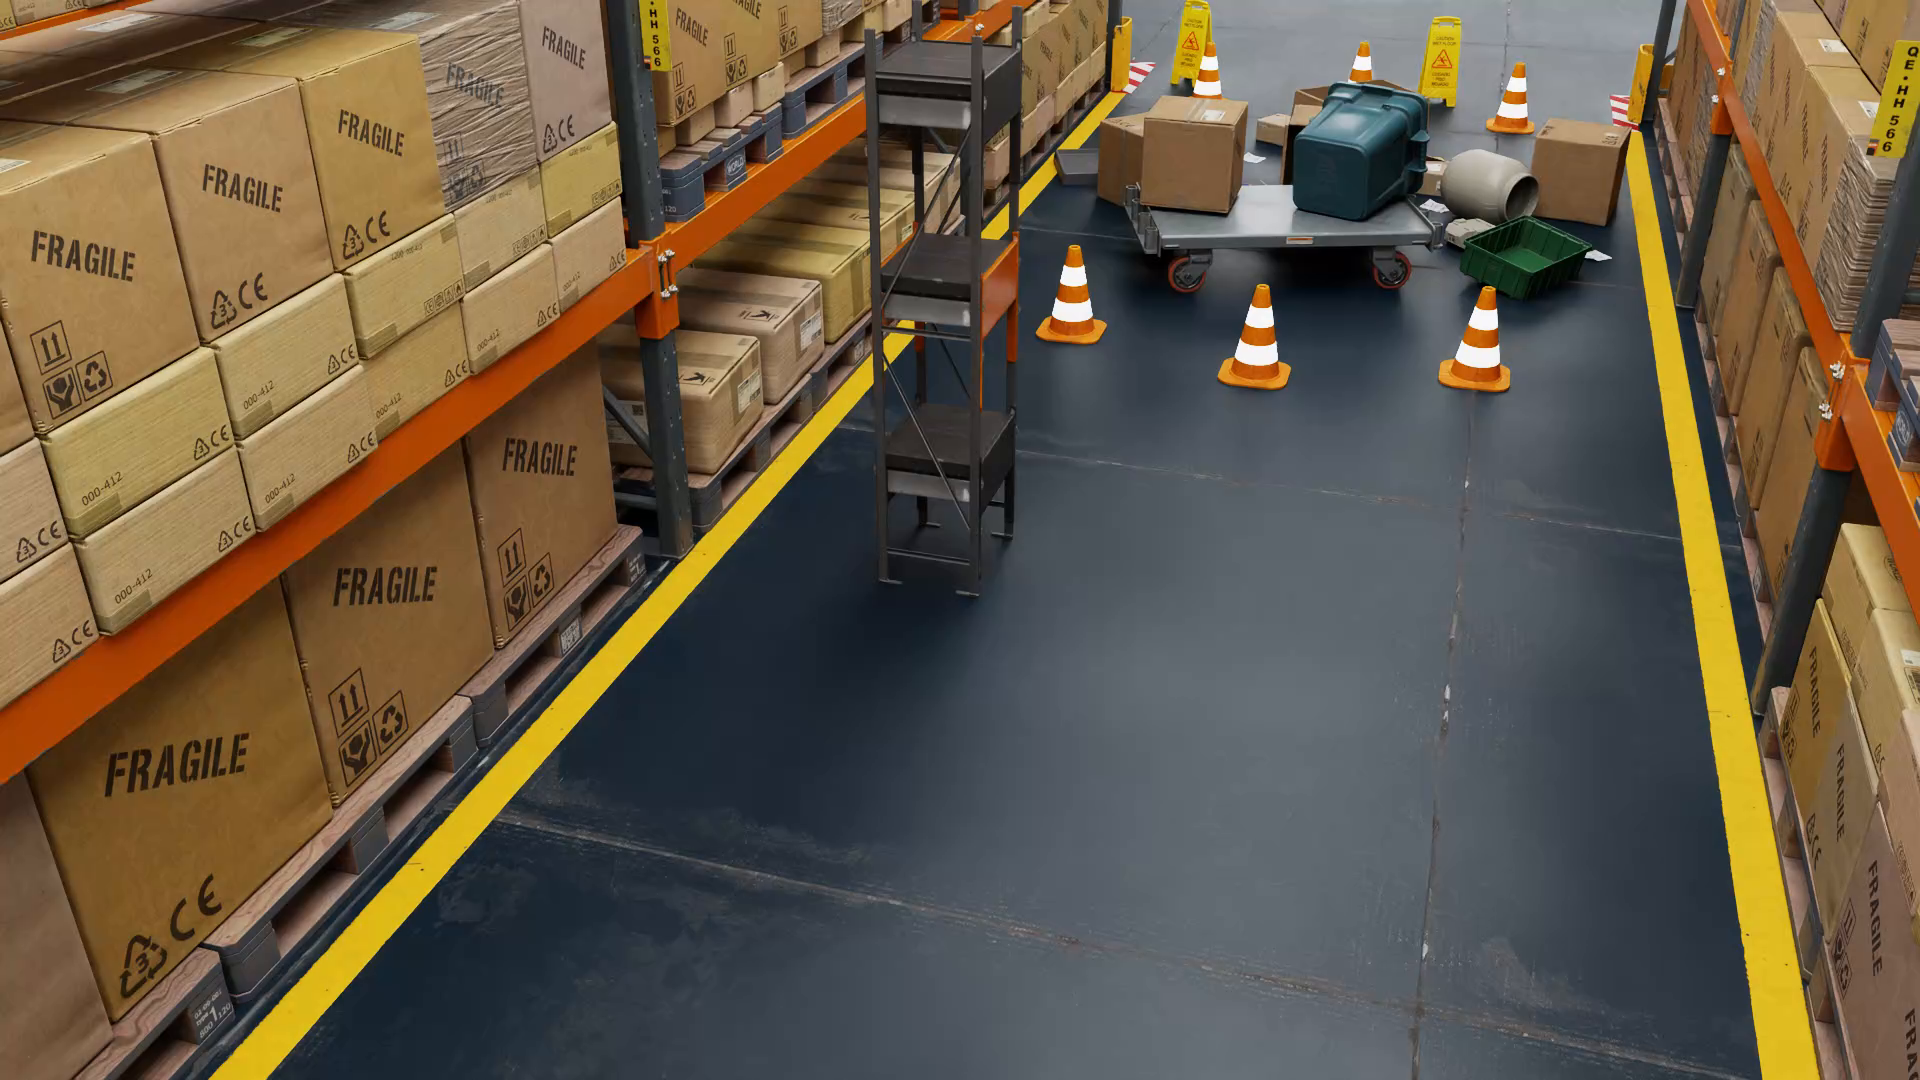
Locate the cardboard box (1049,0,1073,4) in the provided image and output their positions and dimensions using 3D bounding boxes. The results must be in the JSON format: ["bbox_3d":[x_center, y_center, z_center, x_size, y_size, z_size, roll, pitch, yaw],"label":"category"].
[{"bbox_3d":[0.599,-3.806,11.463,0.380,0.149,0.250,10,31,17],"label":"cardboard box"}]

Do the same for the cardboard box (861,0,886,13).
[{"bbox_3d":[-0.608,-2.822,7.897,0.500,0.500,0.500,10,30,17],"label":"cardboard box"}]

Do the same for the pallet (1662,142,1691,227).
[{"bbox_3d":[5.026,-2.215,10.515,1.003,0.211,1.213,8,30,15],"label":"pallet"}]

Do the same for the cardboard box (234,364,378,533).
[{"bbox_3d":[-1.885,-0.273,4.310,0.500,0.250,0.500,8,30,14],"label":"cardboard box"}]

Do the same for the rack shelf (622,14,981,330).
[{"bbox_3d":[-0.977,-1.938,7.888,1.077,0.370,4.000,8,30,15],"label":"rack shelf"}]

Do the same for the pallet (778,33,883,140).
[{"bbox_3d":[-1.023,-2.165,7.754,1.003,0.211,1.213,8,30,15],"label":"pallet"}]

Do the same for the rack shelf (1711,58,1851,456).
[{"bbox_3d":[3.784,-1.279,6.703,1.077,0.370,4.000,8,30,15],"label":"rack shelf"}]

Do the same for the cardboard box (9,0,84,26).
[{"bbox_3d":[-5.352,-3.091,9.374,0.500,0.250,0.500,9,30,15],"label":"cardboard box"}]

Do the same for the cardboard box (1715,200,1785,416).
[{"bbox_3d":[3.988,-0.974,7.297,1.050,0.750,0.750,8,30,15],"label":"cardboard box"}]

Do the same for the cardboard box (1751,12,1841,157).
[{"bbox_3d":[3.663,-1.894,6.965,0.500,0.500,0.500,8,30,15],"label":"cardboard box"}]

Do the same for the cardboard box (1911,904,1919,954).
[{"bbox_3d":[2.305,0.909,3.397,0.500,0.250,0.500,7,30,13],"label":"cardboard box"}]

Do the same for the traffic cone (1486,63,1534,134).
[{"bbox_3d":[4.032,-3.229,12.078,0.336,0.463,0.334,8,30,15],"label":"traffic cone"}]

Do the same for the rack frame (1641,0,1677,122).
[{"bbox_3d":[5.545,-4.381,11.541,1.000,3.000,0.127,8,30,15],"label":"rack frame"}]

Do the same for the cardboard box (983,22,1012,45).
[{"bbox_3d":[0.135,-3.060,10.123,0.380,0.149,0.250,9,30,16],"label":"cardboard box"}]

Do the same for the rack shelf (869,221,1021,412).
[{"bbox_3d":[-0.049,-0.829,6.108,0.431,0.518,0.480,8,30,15],"label":"rack shelf"}]

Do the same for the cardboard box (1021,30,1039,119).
[{"bbox_3d":[0.187,-2.978,10.642,0.500,0.500,0.500,10,31,17],"label":"cardboard box"}]

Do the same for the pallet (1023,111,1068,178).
[{"bbox_3d":[0.129,-2.849,11.655,1.003,0.211,1.213,8,30,15],"label":"pallet"}]

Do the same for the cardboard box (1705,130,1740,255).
[{"bbox_3d":[4.623,-2.060,9.121,0.875,0.875,0.875,9,30,16],"label":"cardboard box"}]

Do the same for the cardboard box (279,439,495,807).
[{"bbox_3d":[-2.112,0.145,5.157,0.875,0.875,0.875,9,30,15],"label":"cardboard box"}]

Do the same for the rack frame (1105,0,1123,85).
[{"bbox_3d":[0.784,-5.041,12.726,1.000,3.000,0.127,8,30,15],"label":"rack frame"}]

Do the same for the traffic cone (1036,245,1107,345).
[{"bbox_3d":[0.584,-1.297,8.606,0.336,0.463,0.334,8,30,15],"label":"traffic cone"}]

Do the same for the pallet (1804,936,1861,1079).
[{"bbox_3d":[2.607,1.483,3.867,1.003,0.211,1.213,8,30,15],"label":"pallet"}]

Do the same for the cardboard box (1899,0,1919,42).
[{"bbox_3d":[3.486,-1.587,5.385,0.700,0.500,0.500,8,30,14],"label":"cardboard box"}]

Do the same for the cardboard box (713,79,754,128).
[{"bbox_3d":[-1.052,-1.768,6.670,0.380,0.149,0.250,7,30,12],"label":"cardboard box"}]

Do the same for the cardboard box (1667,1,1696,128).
[{"bbox_3d":[5.410,-3.312,11.372,0.875,0.875,0.875,9,30,15],"label":"cardboard box"}]

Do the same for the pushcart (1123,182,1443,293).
[{"bbox_3d":[1.804,-1.734,9.479,1.648,0.377,0.936,-1,29,-3],"label":"pushcart"}]

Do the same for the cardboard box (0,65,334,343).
[{"bbox_3d":[-1.916,-0.823,4.012,0.500,0.500,0.500,8,30,14],"label":"cardboard box"}]

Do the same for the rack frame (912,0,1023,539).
[{"bbox_3d":[0.023,-0.954,6.305,0.400,2.100,0.015,8,30,15],"label":"rack frame"}]

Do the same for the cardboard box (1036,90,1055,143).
[{"bbox_3d":[0.340,-2.896,11.267,0.500,0.250,0.500,8,30,14],"label":"cardboard box"}]

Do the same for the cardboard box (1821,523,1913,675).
[{"bbox_3d":[2.763,0.203,4.667,0.500,0.250,0.500,7,30,13],"label":"cardboard box"}]

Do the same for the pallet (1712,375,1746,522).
[{"bbox_3d":[3.861,-0.366,7.191,1.003,0.211,1.213,8,30,15],"label":"pallet"}]

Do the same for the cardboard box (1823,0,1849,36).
[{"bbox_3d":[3.933,-2.298,6.663,0.700,0.500,0.500,9,30,15],"label":"cardboard box"}]

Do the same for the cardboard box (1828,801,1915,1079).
[{"bbox_3d":[2.455,1.011,3.987,0.500,0.500,0.500,8,30,14],"label":"cardboard box"}]

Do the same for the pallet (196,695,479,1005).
[{"bbox_3d":[-2.228,0.816,5.066,1.003,0.211,1.213,8,30,15],"label":"pallet"}]

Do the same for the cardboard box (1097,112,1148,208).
[{"bbox_3d":[1.225,-2.394,10.538,0.500,0.500,0.500,-17,34,-28],"label":"cardboard box"}]

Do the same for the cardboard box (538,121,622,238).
[{"bbox_3d":[-1.464,-1.215,5.488,0.500,0.250,0.500,8,30,15],"label":"cardboard box"}]

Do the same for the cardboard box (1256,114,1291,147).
[{"bbox_3d":[2.330,-2.898,11.806,0.250,0.149,0.380,-24,37,-37],"label":"cardboard box"}]

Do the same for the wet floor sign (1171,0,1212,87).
[{"bbox_3d":[1.862,-3.948,13.183,0.267,0.644,0.232,20,35,32],"label":"wet floor sign"}]

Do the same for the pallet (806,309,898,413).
[{"bbox_3d":[-0.974,-1.033,8.389,1.003,0.211,1.213,8,30,15],"label":"pallet"}]

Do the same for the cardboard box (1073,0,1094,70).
[{"bbox_3d":[0.648,-3.698,11.937,0.500,0.500,0.500,10,31,17],"label":"cardboard box"}]

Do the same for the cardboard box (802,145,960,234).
[{"bbox_3d":[-0.542,-1.973,9.482,0.950,0.372,0.625,9,30,16],"label":"cardboard box"}]

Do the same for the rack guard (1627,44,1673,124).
[{"bbox_3d":[5.552,-3.300,12.168,1.175,0.500,0.348,8,30,15],"label":"rack guard"}]

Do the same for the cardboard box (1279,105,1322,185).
[{"bbox_3d":[2.422,-2.396,10.400,0.797,0.637,0.503,8,30,15],"label":"cardboard box"}]

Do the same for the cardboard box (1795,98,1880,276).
[{"bbox_3d":[3.220,-1.187,5.695,0.500,0.500,0.500,8,30,15],"label":"cardboard box"}]

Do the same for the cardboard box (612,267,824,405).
[{"bbox_3d":[-1.180,-0.963,7.667,0.950,0.372,0.625,8,30,14],"label":"cardboard box"}]

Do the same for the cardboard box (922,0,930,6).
[{"bbox_3d":[-0.372,-2.857,8.627,0.380,0.149,0.250,8,30,13],"label":"cardboard box"}]

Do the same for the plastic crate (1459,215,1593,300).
[{"bbox_3d":[3.170,-1.587,9.350,0.662,0.188,0.450,-24,47,-37],"label":"plastic crate"}]

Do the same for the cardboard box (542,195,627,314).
[{"bbox_3d":[-1.465,-0.985,5.590,0.500,0.250,0.500,7,30,13],"label":"cardboard box"}]

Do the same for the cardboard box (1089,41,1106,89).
[{"bbox_3d":[0.797,-3.598,12.528,0.500,0.250,0.500,8,30,15],"label":"cardboard box"}]

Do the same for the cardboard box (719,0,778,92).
[{"bbox_3d":[-1.065,-2.100,6.598,0.500,0.500,0.500,10,31,17],"label":"cardboard box"}]

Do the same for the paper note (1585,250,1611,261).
[{"bbox_3d":[3.703,-1.667,9.715,0.147,0.020,0.142,-12,31,-20],"label":"paper note"}]

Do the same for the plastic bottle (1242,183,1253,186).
[{"bbox_3d":[1.781,-2.230,10.696,0.133,0.061,0.283,14,32,23],"label":"plastic bottle"}]

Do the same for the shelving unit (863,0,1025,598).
[{"bbox_3d":[-0.049,-0.841,6.101,0.431,2.100,0.503,8,30,15],"label":"shelving unit"}]

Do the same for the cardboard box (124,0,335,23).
[{"bbox_3d":[-2.079,-1.377,5.009,0.500,0.500,0.500,9,30,15],"label":"cardboard box"}]

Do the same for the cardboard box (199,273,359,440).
[{"bbox_3d":[-1.894,-0.494,4.192,0.500,0.250,0.500,8,30,13],"label":"cardboard box"}]

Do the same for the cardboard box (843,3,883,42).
[{"bbox_3d":[-0.591,-2.505,7.994,0.380,0.149,0.250,8,30,15],"label":"cardboard box"}]

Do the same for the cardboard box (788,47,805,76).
[{"bbox_3d":[-0.910,-2.153,7.362,0.380,0.149,0.250,10,31,17],"label":"cardboard box"}]

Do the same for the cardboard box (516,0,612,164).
[{"bbox_3d":[-1.466,-1.526,5.276,0.500,0.500,0.500,8,30,14],"label":"cardboard box"}]
